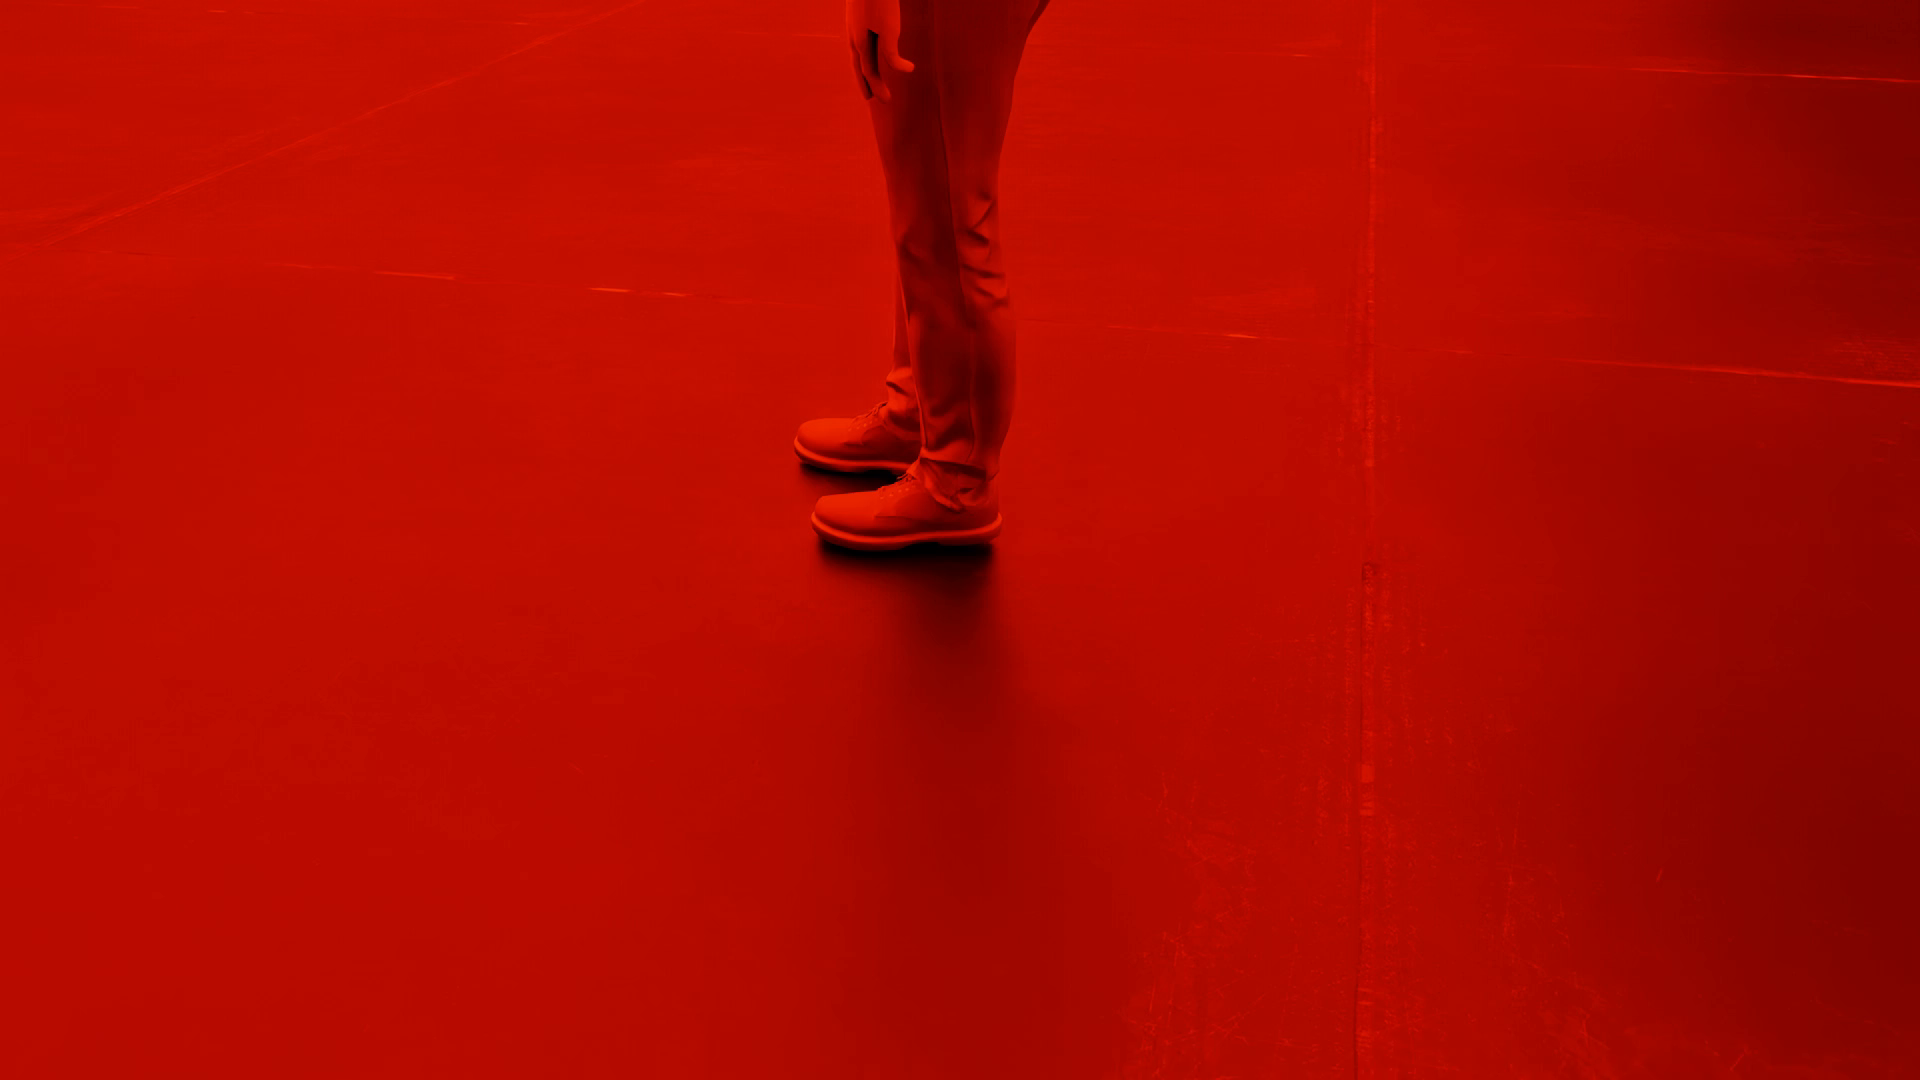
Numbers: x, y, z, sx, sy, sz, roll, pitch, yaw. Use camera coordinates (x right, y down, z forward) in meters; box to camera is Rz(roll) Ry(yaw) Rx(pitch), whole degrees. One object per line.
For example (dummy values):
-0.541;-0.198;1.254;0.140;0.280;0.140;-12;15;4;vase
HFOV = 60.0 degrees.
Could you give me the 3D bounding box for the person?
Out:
-0.066;-0.773;2.135;0.530;1.694;0.586;6;27;11;person
